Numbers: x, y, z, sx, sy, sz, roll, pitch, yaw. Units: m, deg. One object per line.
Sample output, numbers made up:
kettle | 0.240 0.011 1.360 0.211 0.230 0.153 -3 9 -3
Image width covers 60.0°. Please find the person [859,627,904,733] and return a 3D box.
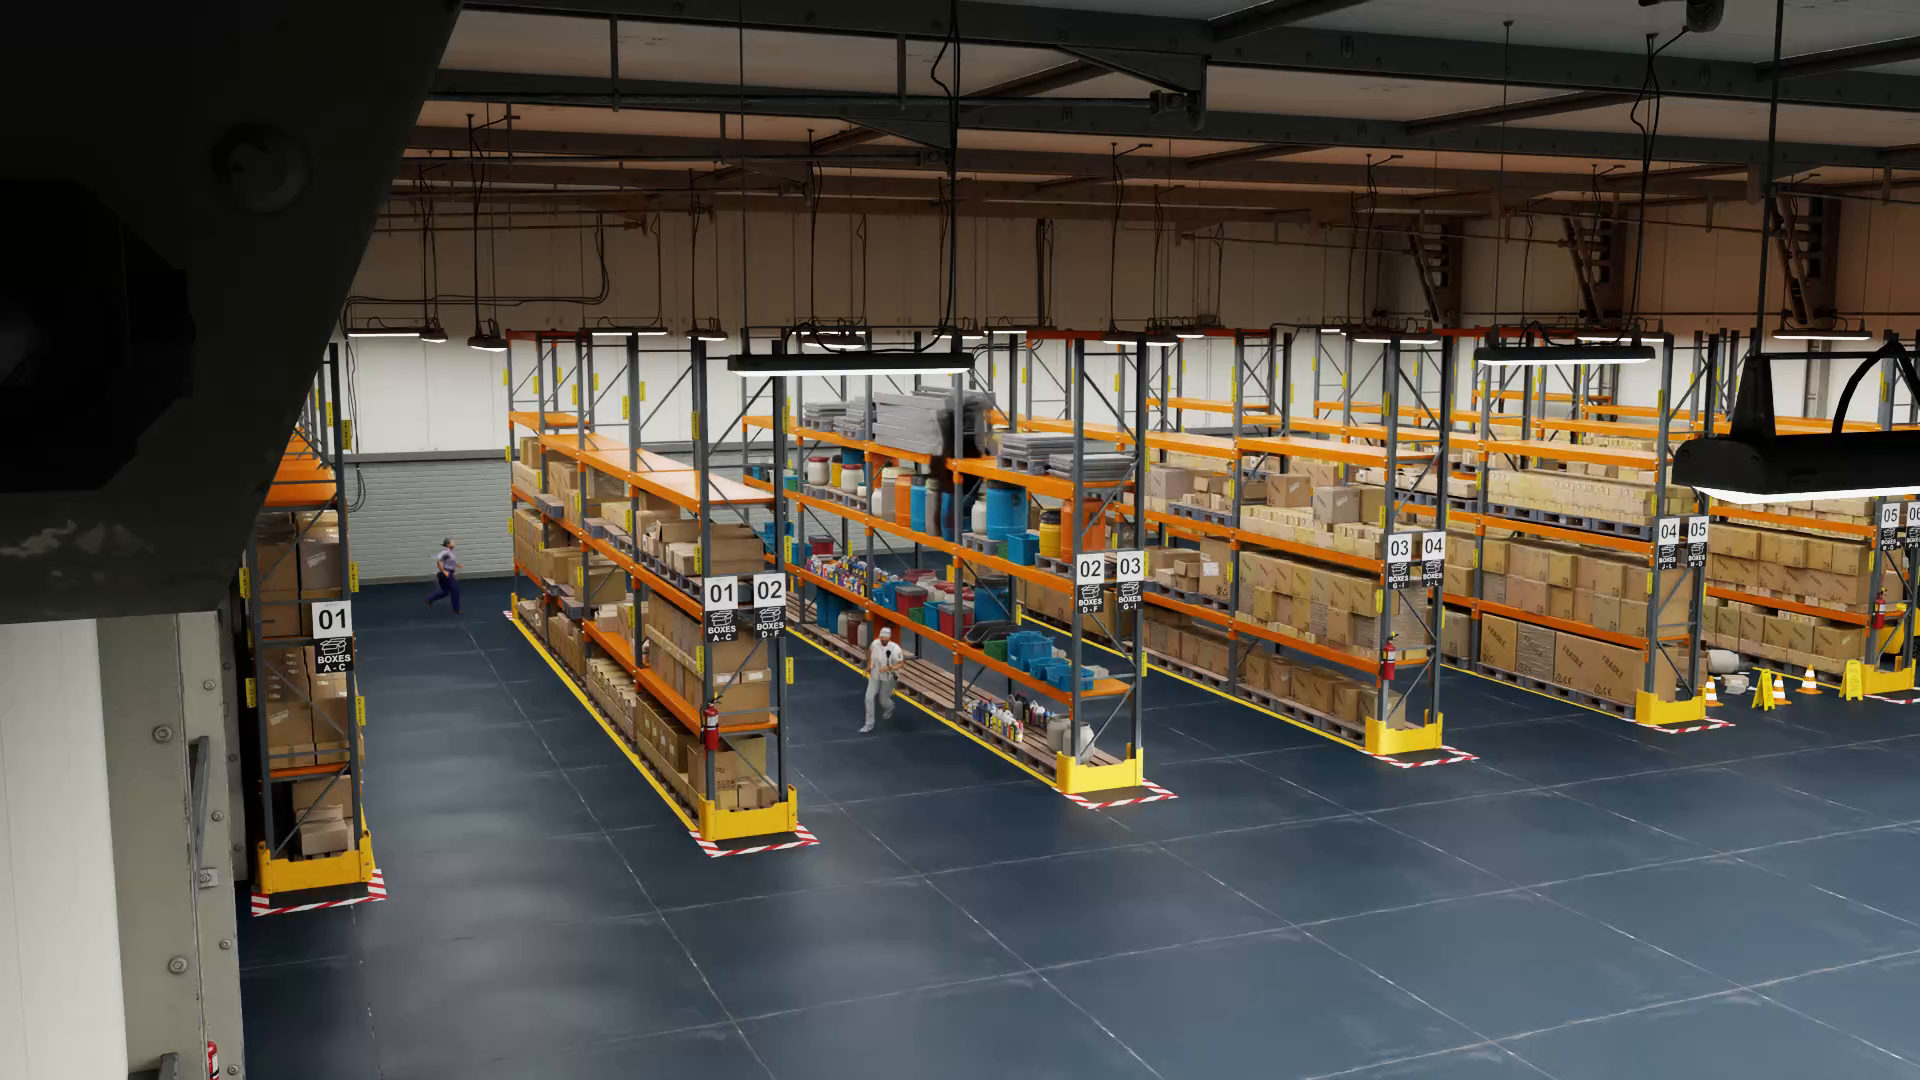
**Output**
person | -1.134 2.100 25.427 0.661 1.618 0.868 3 8 20

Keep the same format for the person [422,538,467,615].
person | -10.897 0.778 35.066 0.895 1.631 0.577 -2 8 -17
